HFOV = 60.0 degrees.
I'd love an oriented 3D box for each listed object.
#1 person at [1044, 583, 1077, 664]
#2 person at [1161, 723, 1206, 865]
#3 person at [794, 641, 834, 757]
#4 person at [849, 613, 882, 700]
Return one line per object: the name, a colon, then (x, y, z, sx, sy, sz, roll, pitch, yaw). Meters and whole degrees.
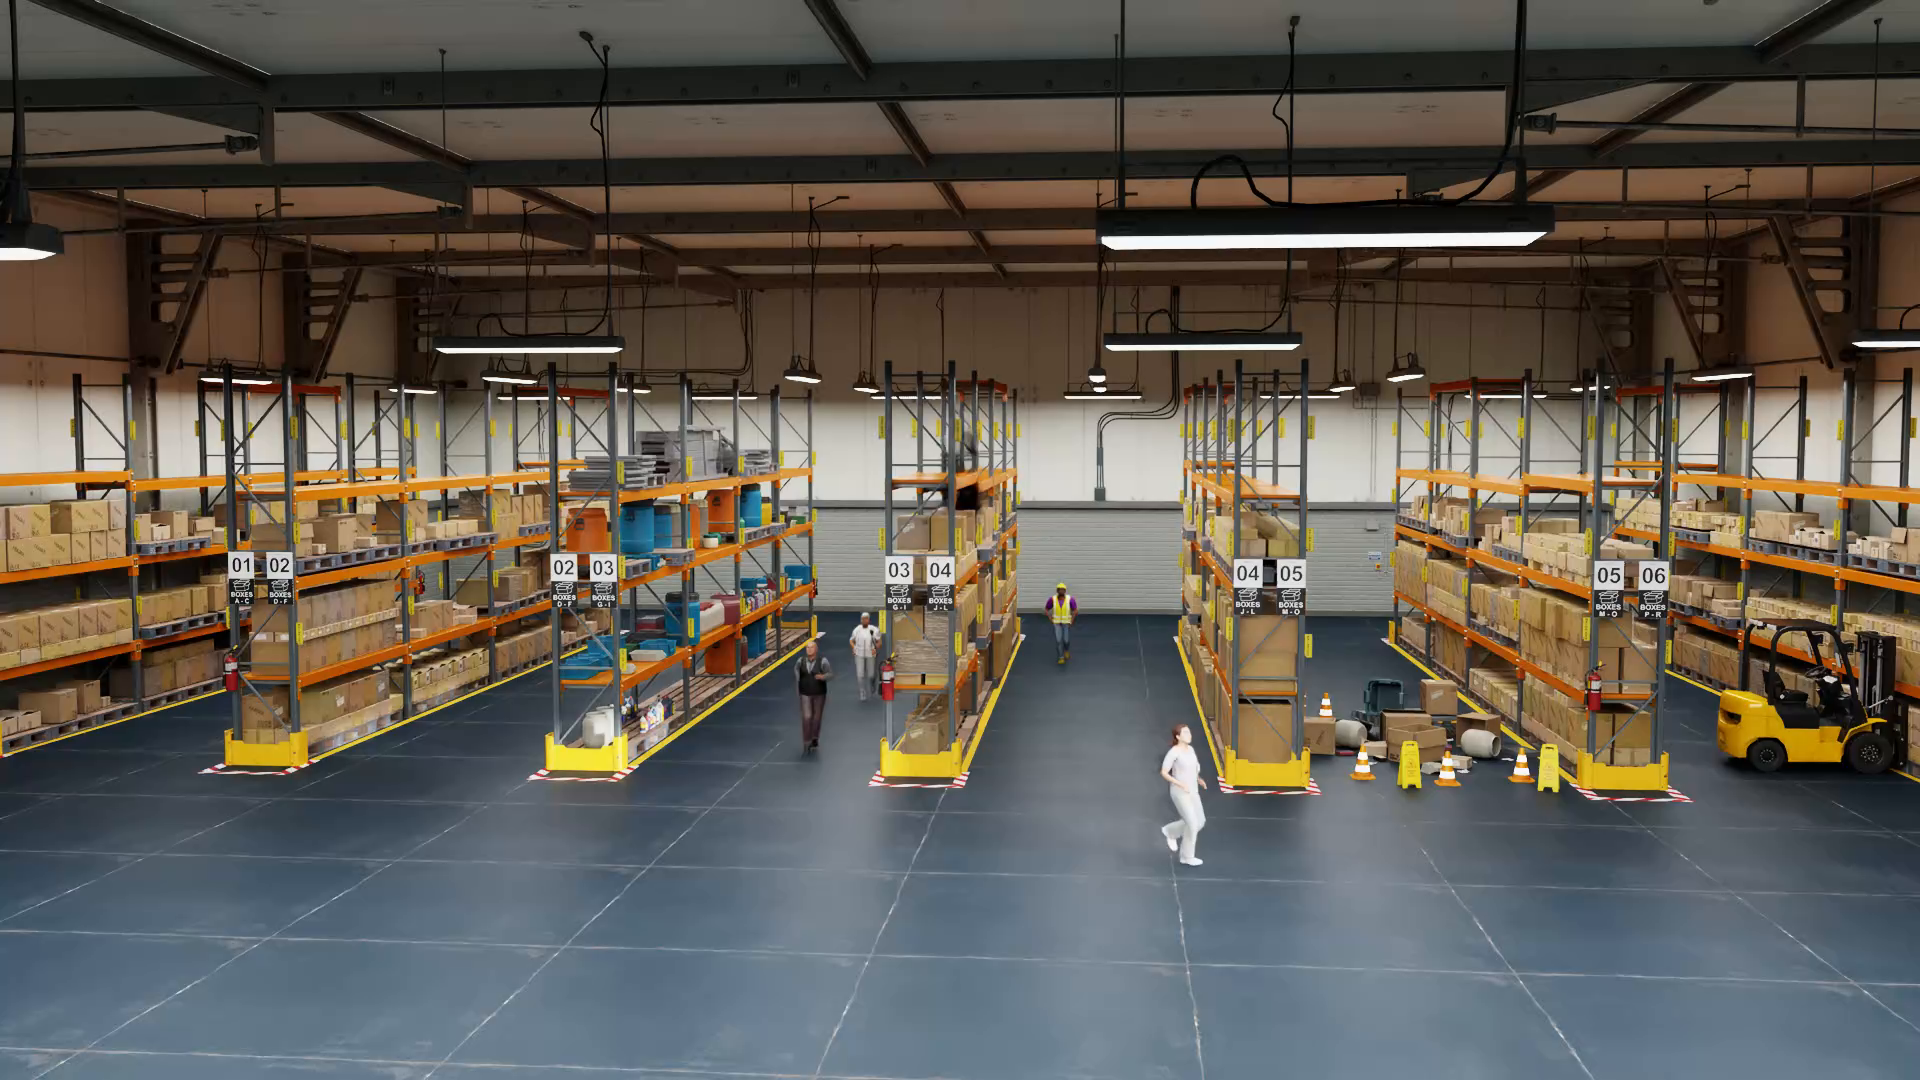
person: (2.165, 1.787, 35.793, 0.705, 1.729, 0.582, 0, 4, 6)
person: (2.552, 2.923, 19.246, 0.564, 1.620, 0.625, -4, 5, -44)
person: (-2.268, 2.457, 25.849, 0.628, 1.792, 0.781, 0, 4, -2)
person: (-1.765, 2.157, 30.980, 0.605, 1.615, 0.559, 0, 4, 1)
